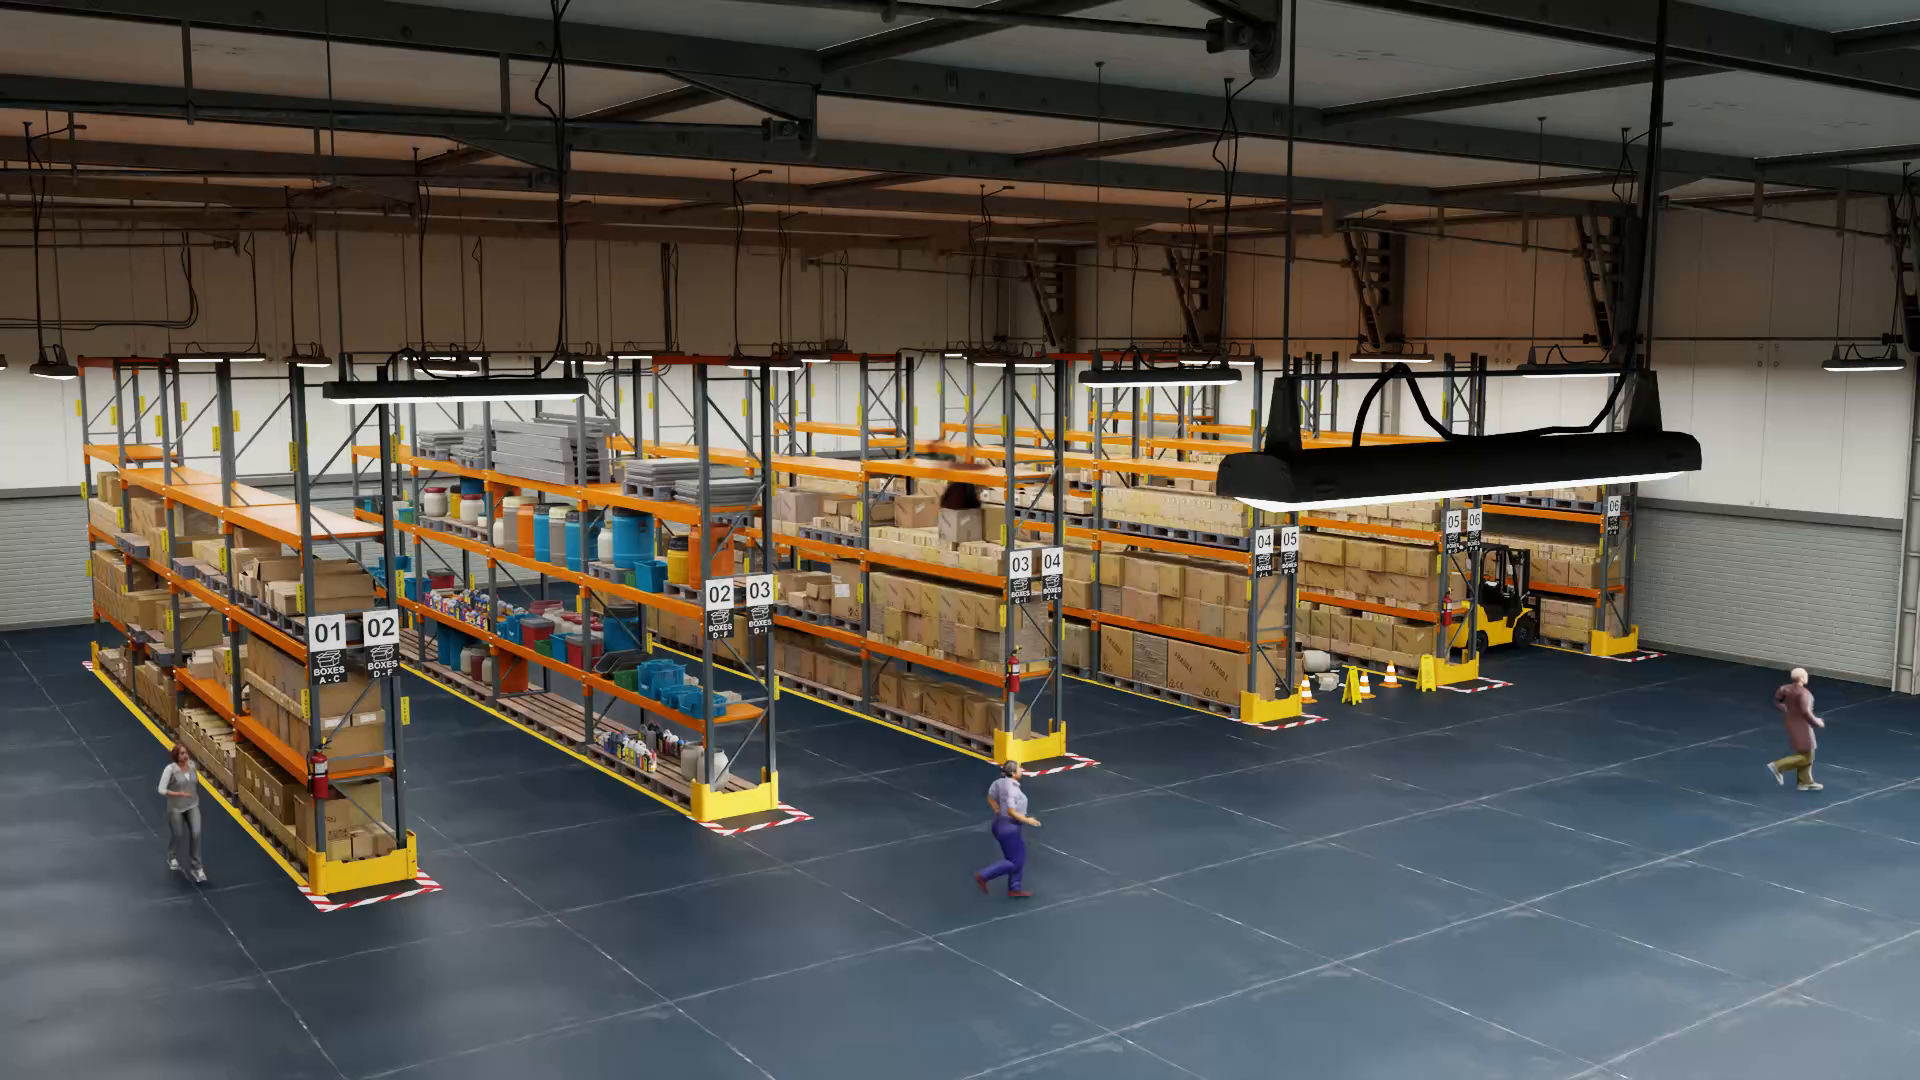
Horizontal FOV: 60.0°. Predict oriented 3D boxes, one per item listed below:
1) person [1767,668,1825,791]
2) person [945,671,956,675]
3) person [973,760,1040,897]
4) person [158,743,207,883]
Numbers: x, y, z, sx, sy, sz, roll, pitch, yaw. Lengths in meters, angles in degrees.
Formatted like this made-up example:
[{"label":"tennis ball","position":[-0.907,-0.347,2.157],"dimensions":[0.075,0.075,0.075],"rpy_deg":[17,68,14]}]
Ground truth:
[{"label":"person","position":[11.685,2.648,23.232],"dimensions":[0.865,1.745,0.726],"rpy_deg":[-1,7,-5]},{"label":"person","position":[-0.316,1.661,31.549],"dimensions":[0.683,1.726,0.770],"rpy_deg":[-6,9,-39]},{"label":"person","position":[0.473,3.318,18.752],"dimensions":[0.754,1.529,0.597],"rpy_deg":[-2,7,-19]},{"label":"person","position":[-9.151,3.182,19.526],"dimensions":[0.746,1.632,0.528],"rpy_deg":[7,10,43]}]
